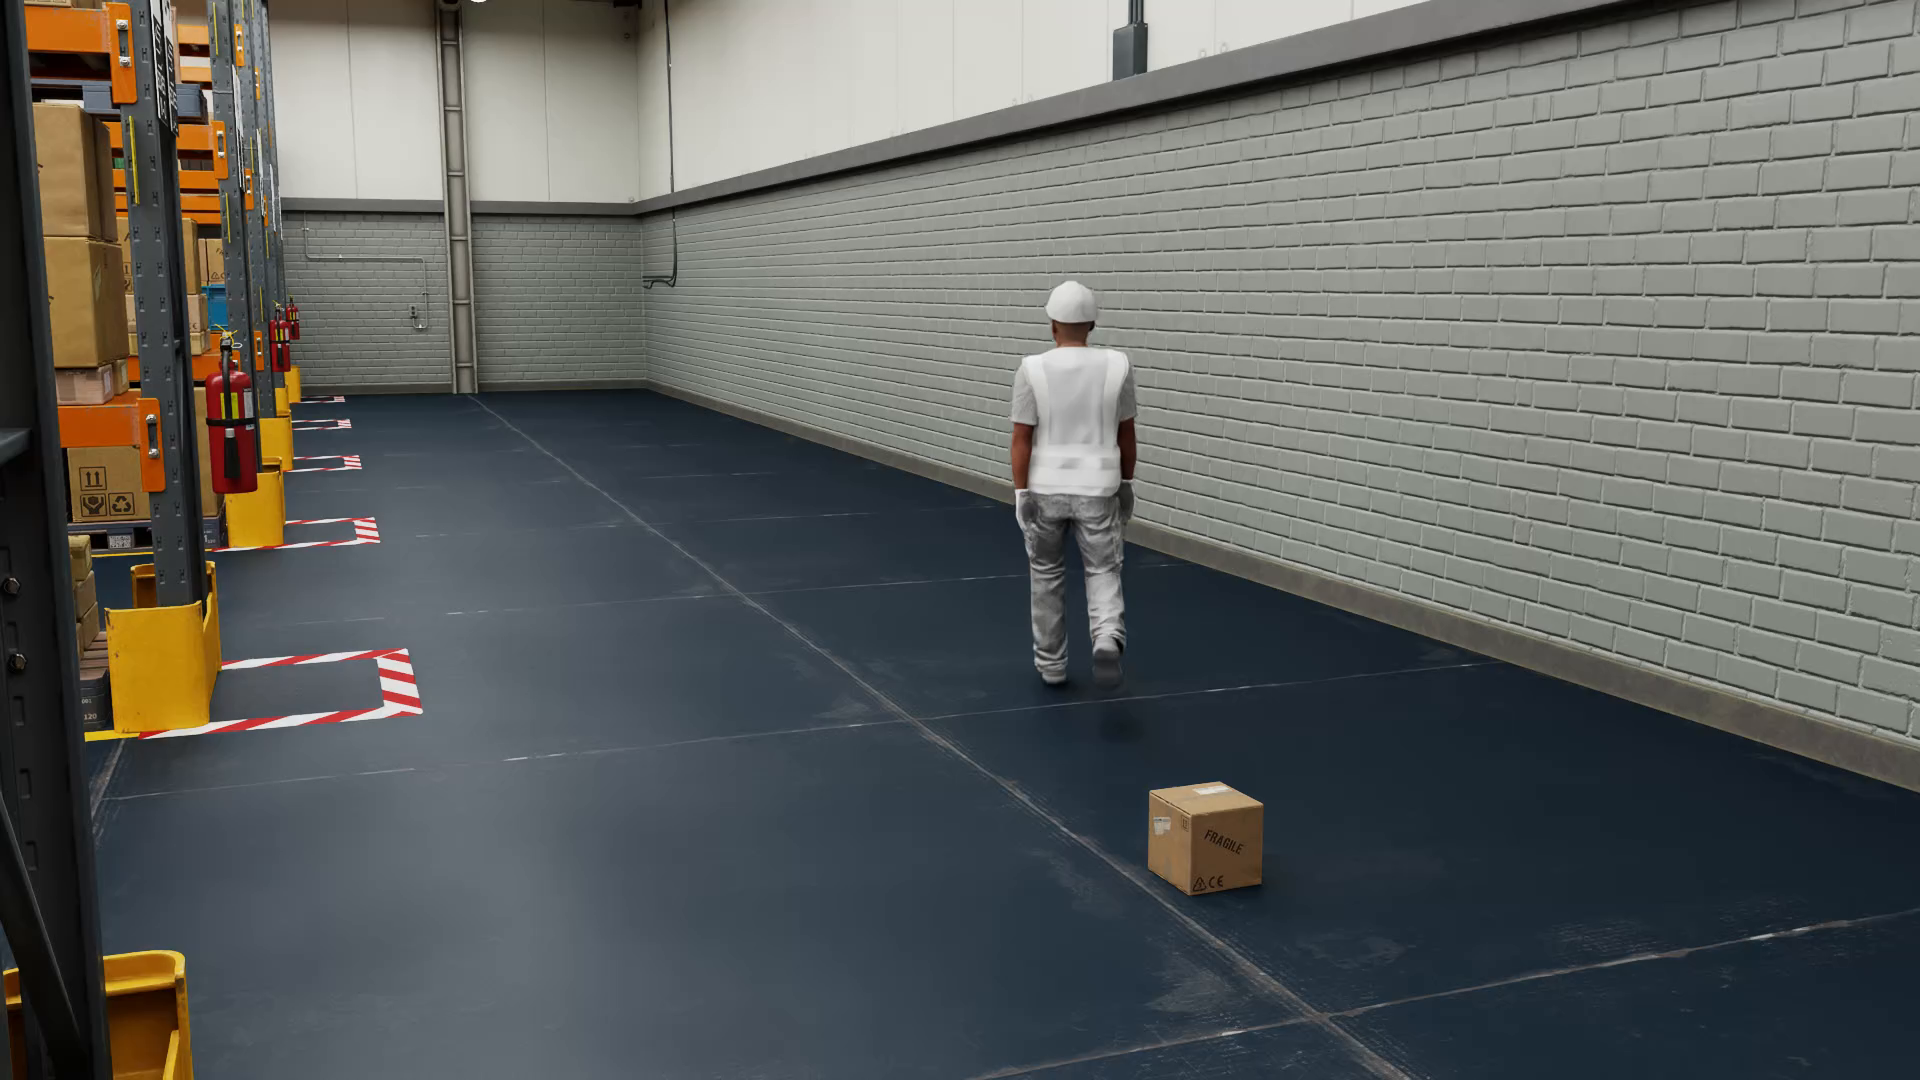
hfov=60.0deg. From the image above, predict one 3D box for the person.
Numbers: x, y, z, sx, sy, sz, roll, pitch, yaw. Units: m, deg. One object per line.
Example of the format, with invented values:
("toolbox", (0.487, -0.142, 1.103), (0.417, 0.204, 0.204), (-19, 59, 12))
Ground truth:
("person", (0.487, -0.550, 7.067), (0.552, 1.088, 0.340), (0, 9, -2))
